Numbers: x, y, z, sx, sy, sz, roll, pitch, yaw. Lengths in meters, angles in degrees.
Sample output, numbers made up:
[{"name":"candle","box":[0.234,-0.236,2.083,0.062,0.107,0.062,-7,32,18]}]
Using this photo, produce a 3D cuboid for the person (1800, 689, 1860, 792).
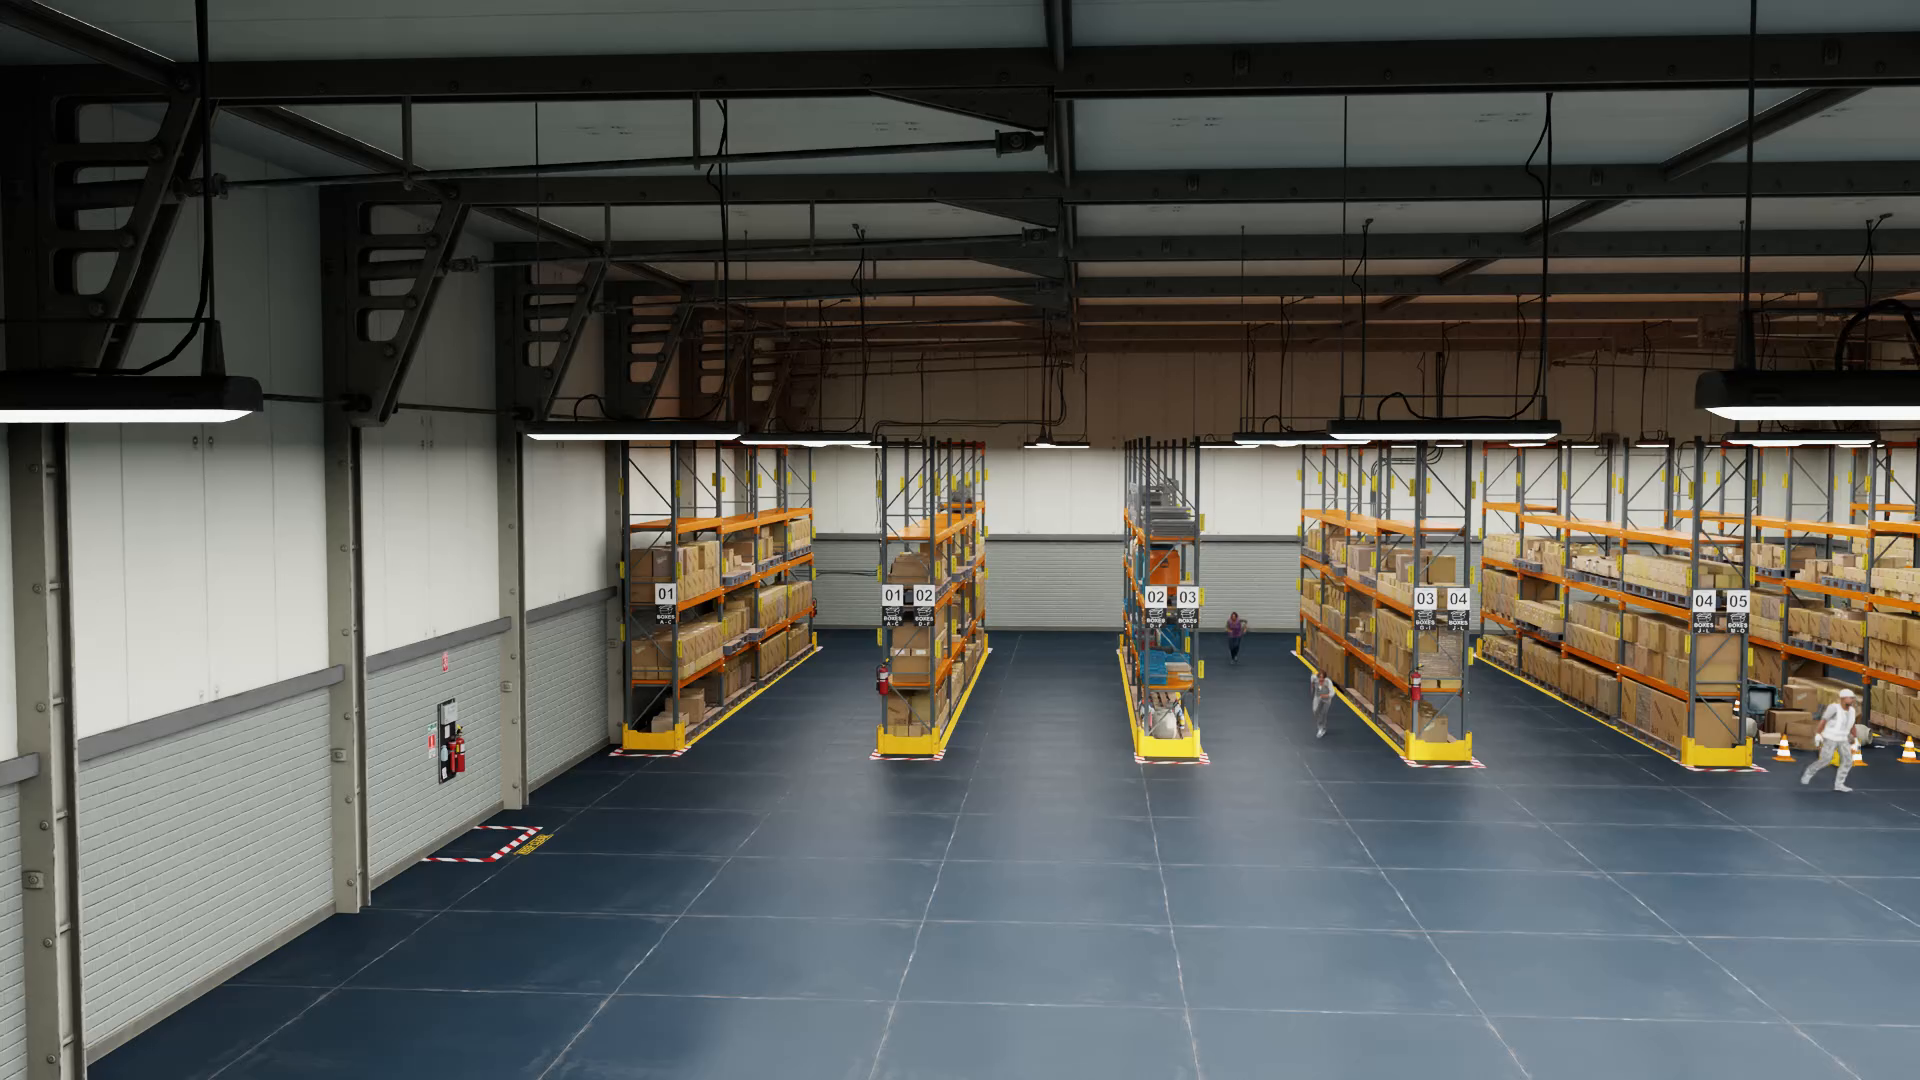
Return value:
[{"name":"person","box":[14.714,3.355,28.083,0.775,1.728,0.737,-1,3,-23]}]

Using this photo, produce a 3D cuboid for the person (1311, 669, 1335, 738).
[{"name":"person","box":[7.325,3.248,33.529,0.543,1.383,1.047,1,3,22]}]

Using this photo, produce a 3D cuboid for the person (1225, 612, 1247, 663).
[{"name":"person","box":[7.395,2.616,44.514,0.581,1.435,0.841,1,3,10]}]
